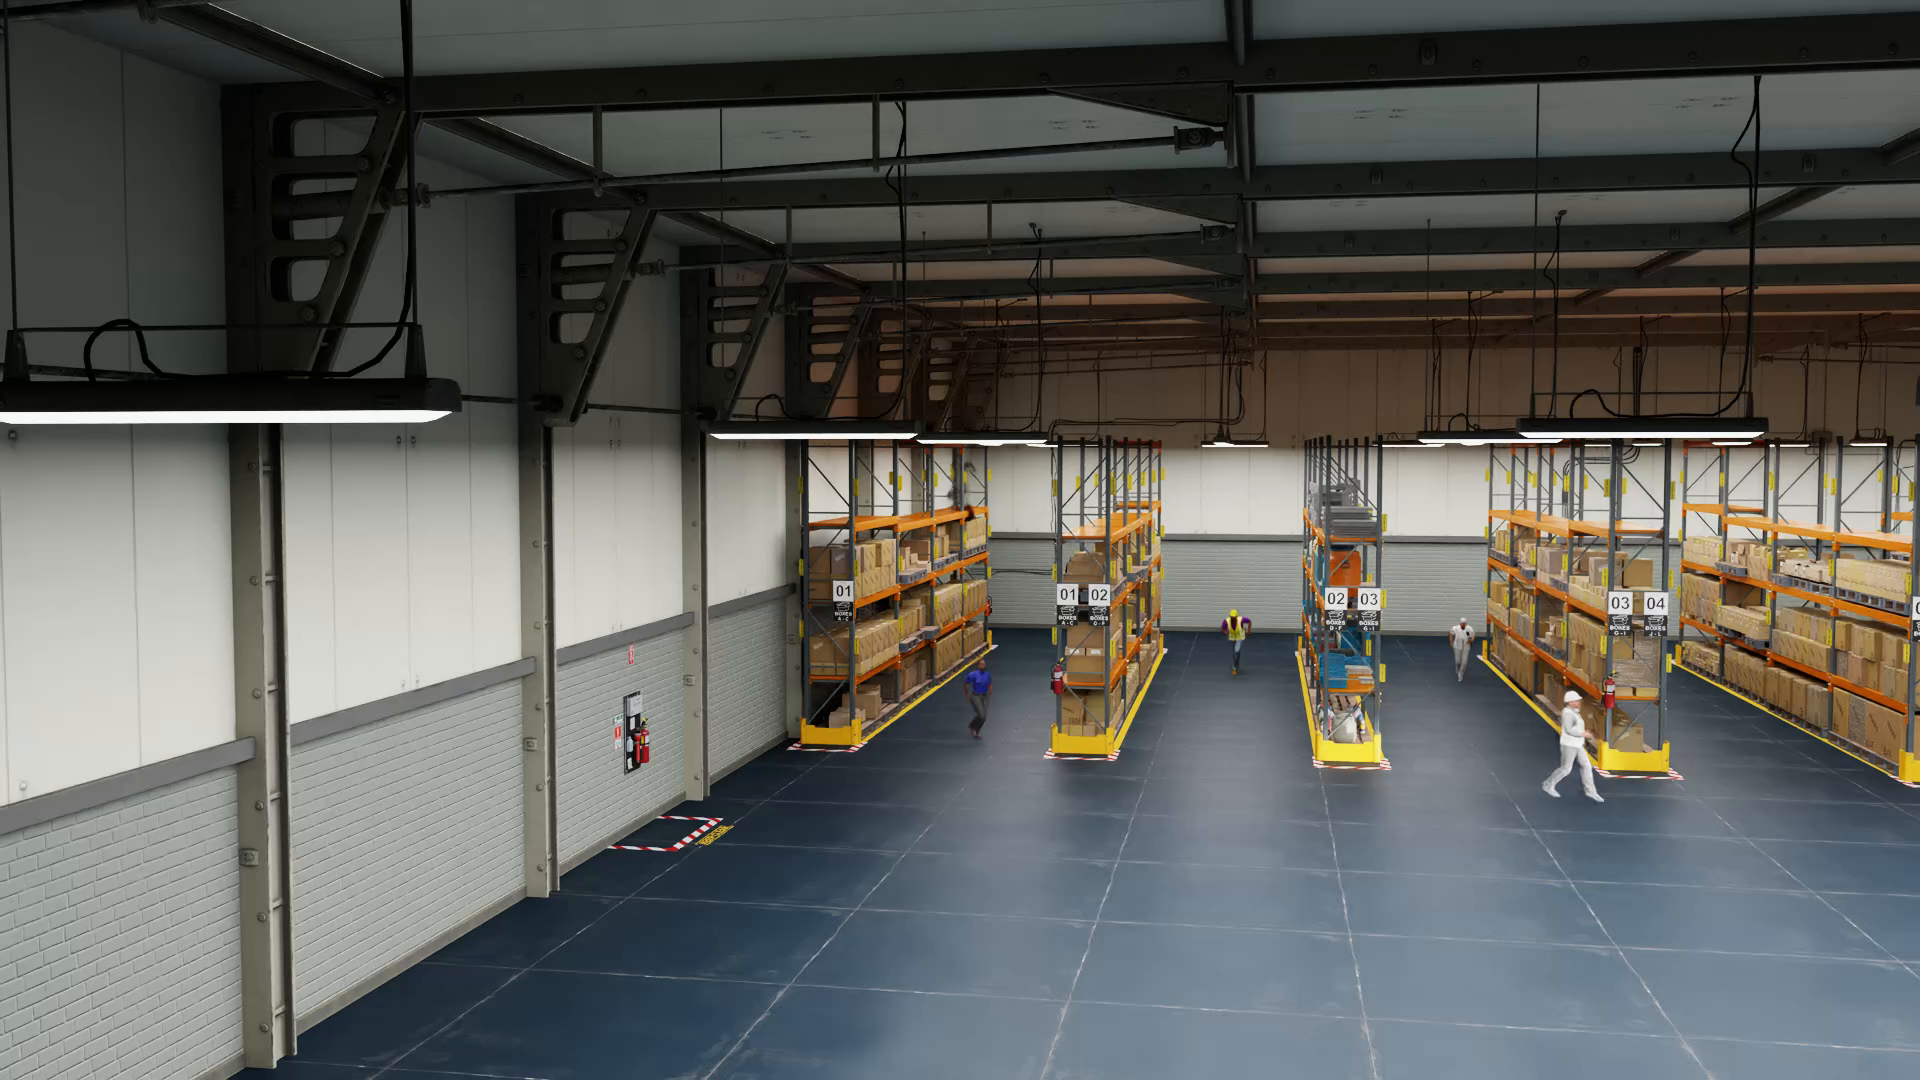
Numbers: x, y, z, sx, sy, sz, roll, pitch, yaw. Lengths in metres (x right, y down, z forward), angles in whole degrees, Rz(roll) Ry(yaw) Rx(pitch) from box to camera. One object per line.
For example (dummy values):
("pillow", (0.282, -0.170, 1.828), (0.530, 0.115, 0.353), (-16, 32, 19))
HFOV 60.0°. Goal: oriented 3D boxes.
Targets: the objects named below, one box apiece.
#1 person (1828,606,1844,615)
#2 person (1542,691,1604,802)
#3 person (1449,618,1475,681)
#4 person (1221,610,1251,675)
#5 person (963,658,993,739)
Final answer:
("person", (24.349, 2.320, 46.387), (0.649, 1.747, 0.642), (-1, 3, -14))
("person", (9.969, 3.348, 27.038), (0.944, 1.791, 0.663), (2, 4, 33))
("person", (12.464, 2.717, 41.292), (0.595, 1.591, 0.686), (1, 3, 9))
("person", (7.087, 2.614, 42.647), (0.746, 1.712, 1.038), (1, 3, 18))
("person", (0.405, 3.136, 32.758), (0.558, 1.603, 0.657), (-2, 4, -31))
